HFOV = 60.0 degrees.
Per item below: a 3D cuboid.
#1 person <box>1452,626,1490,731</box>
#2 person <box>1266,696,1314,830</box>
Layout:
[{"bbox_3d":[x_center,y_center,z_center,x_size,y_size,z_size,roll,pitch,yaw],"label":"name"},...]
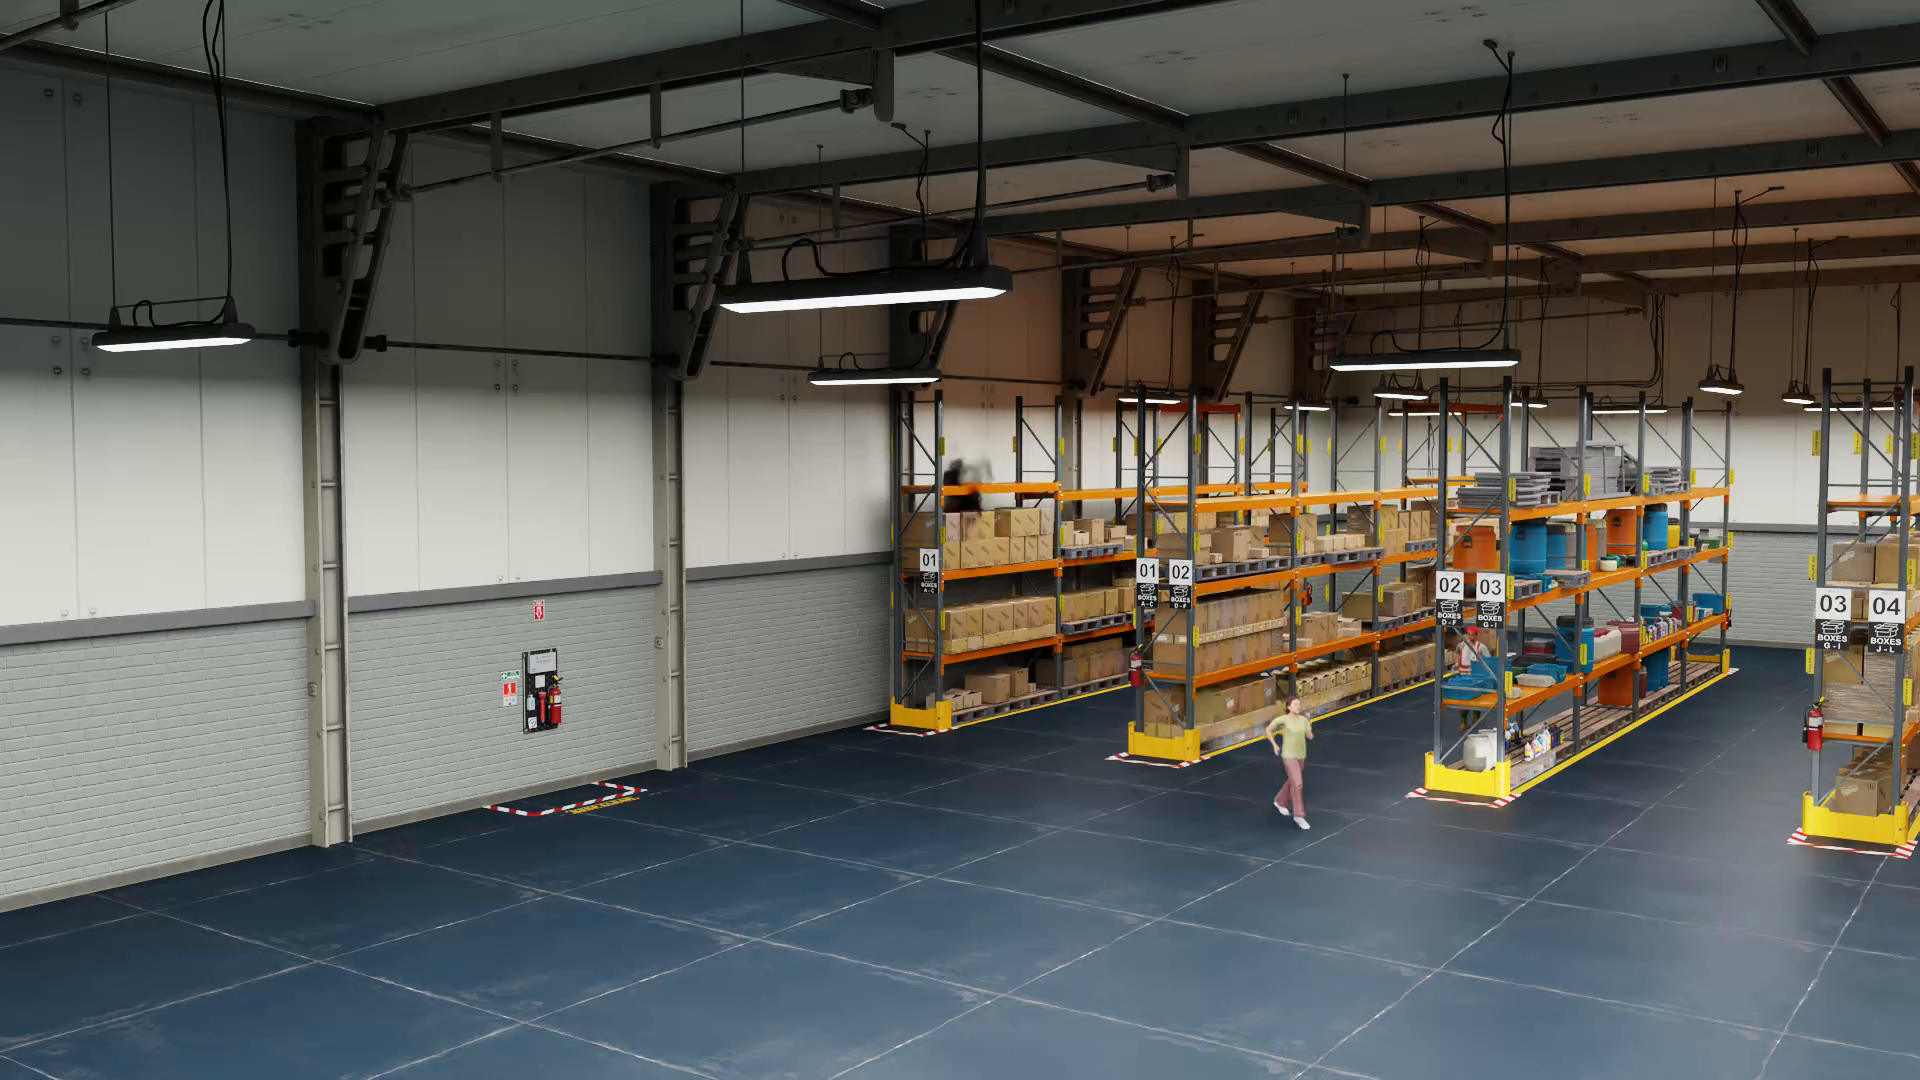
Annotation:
[{"bbox_3d":[9.026,2.419,29.387,0.667,1.795,0.887,2,4,27],"label":"person"},{"bbox_3d":[4.417,2.907,22.048,0.561,1.698,0.878,-2,4,-28],"label":"person"}]
